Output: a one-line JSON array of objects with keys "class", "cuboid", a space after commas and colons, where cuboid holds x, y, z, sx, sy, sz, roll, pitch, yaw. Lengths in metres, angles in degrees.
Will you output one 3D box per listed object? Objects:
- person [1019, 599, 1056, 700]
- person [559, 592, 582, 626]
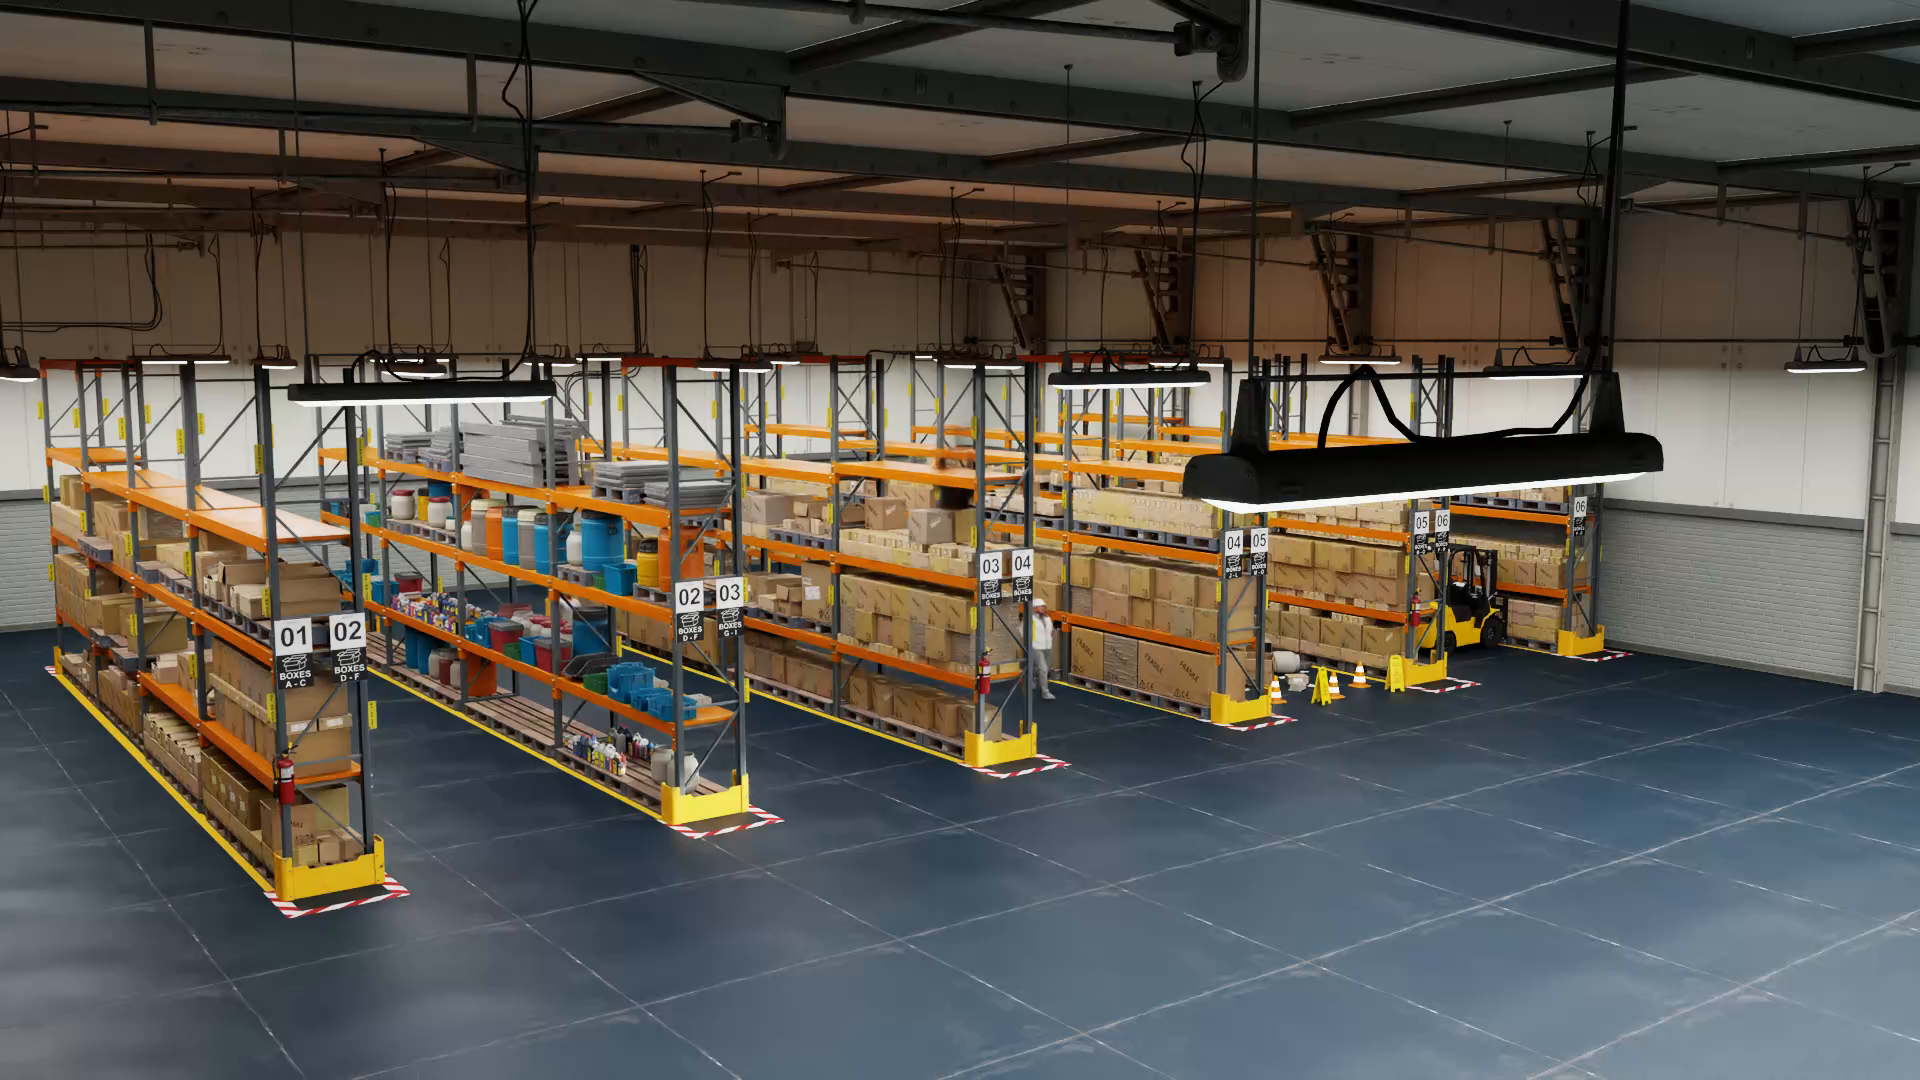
[{"class": "person", "cuboid": [1.415, 1.911, 29.543, 0.667, 1.750, 0.919, -5, 8, -36]}, {"class": "person", "cuboid": [-7.435, 1.677, 31.672, 0.968, 1.657, 0.561, 6, 9, 41]}]
